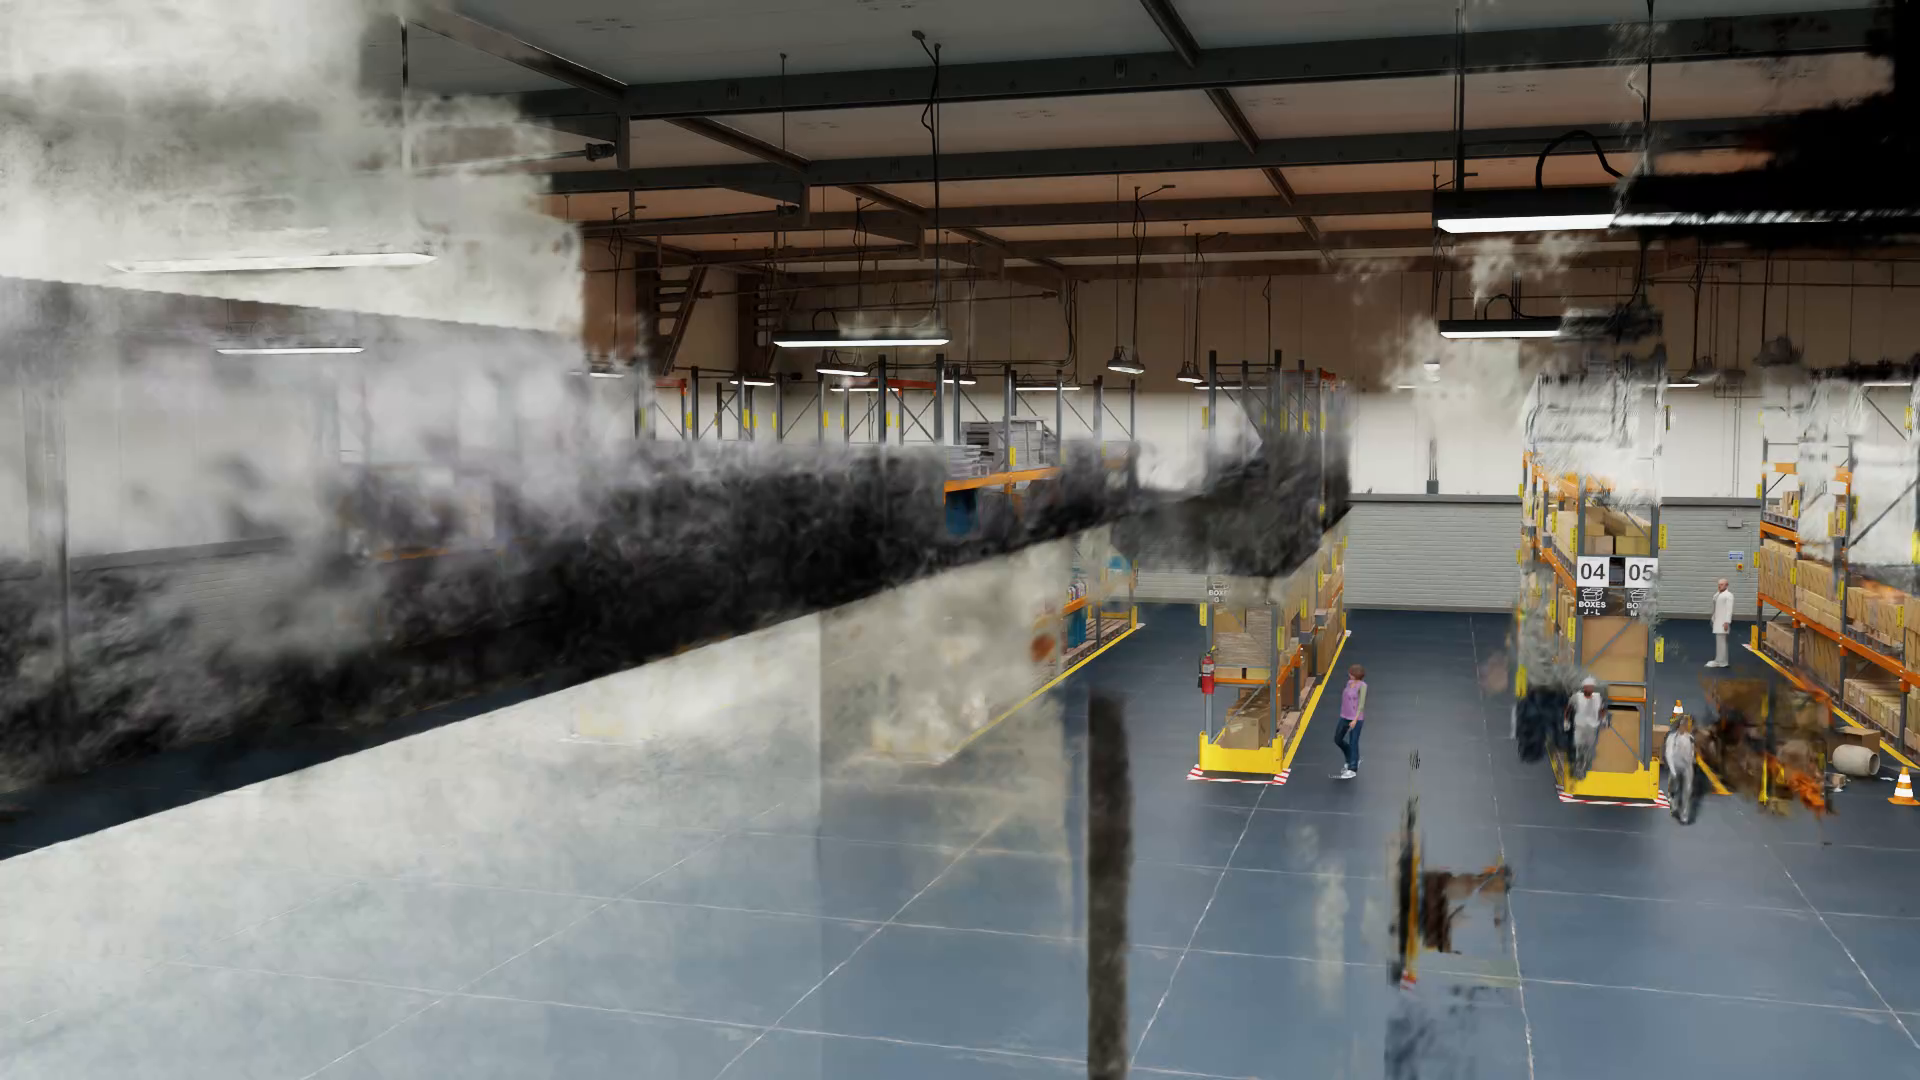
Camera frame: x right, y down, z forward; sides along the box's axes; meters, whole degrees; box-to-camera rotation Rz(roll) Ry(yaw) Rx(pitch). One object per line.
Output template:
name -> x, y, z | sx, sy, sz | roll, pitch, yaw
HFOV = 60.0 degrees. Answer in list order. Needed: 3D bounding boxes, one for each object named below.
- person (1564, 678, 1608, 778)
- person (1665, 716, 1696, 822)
person -> -4.728, 1.382, 38.996 | 0.721, 1.808, 0.878 | 1, 4, 15
person -> -4.465, 1.629, 35.683 | 0.456, 1.644, 0.963 | 2, 4, 22
